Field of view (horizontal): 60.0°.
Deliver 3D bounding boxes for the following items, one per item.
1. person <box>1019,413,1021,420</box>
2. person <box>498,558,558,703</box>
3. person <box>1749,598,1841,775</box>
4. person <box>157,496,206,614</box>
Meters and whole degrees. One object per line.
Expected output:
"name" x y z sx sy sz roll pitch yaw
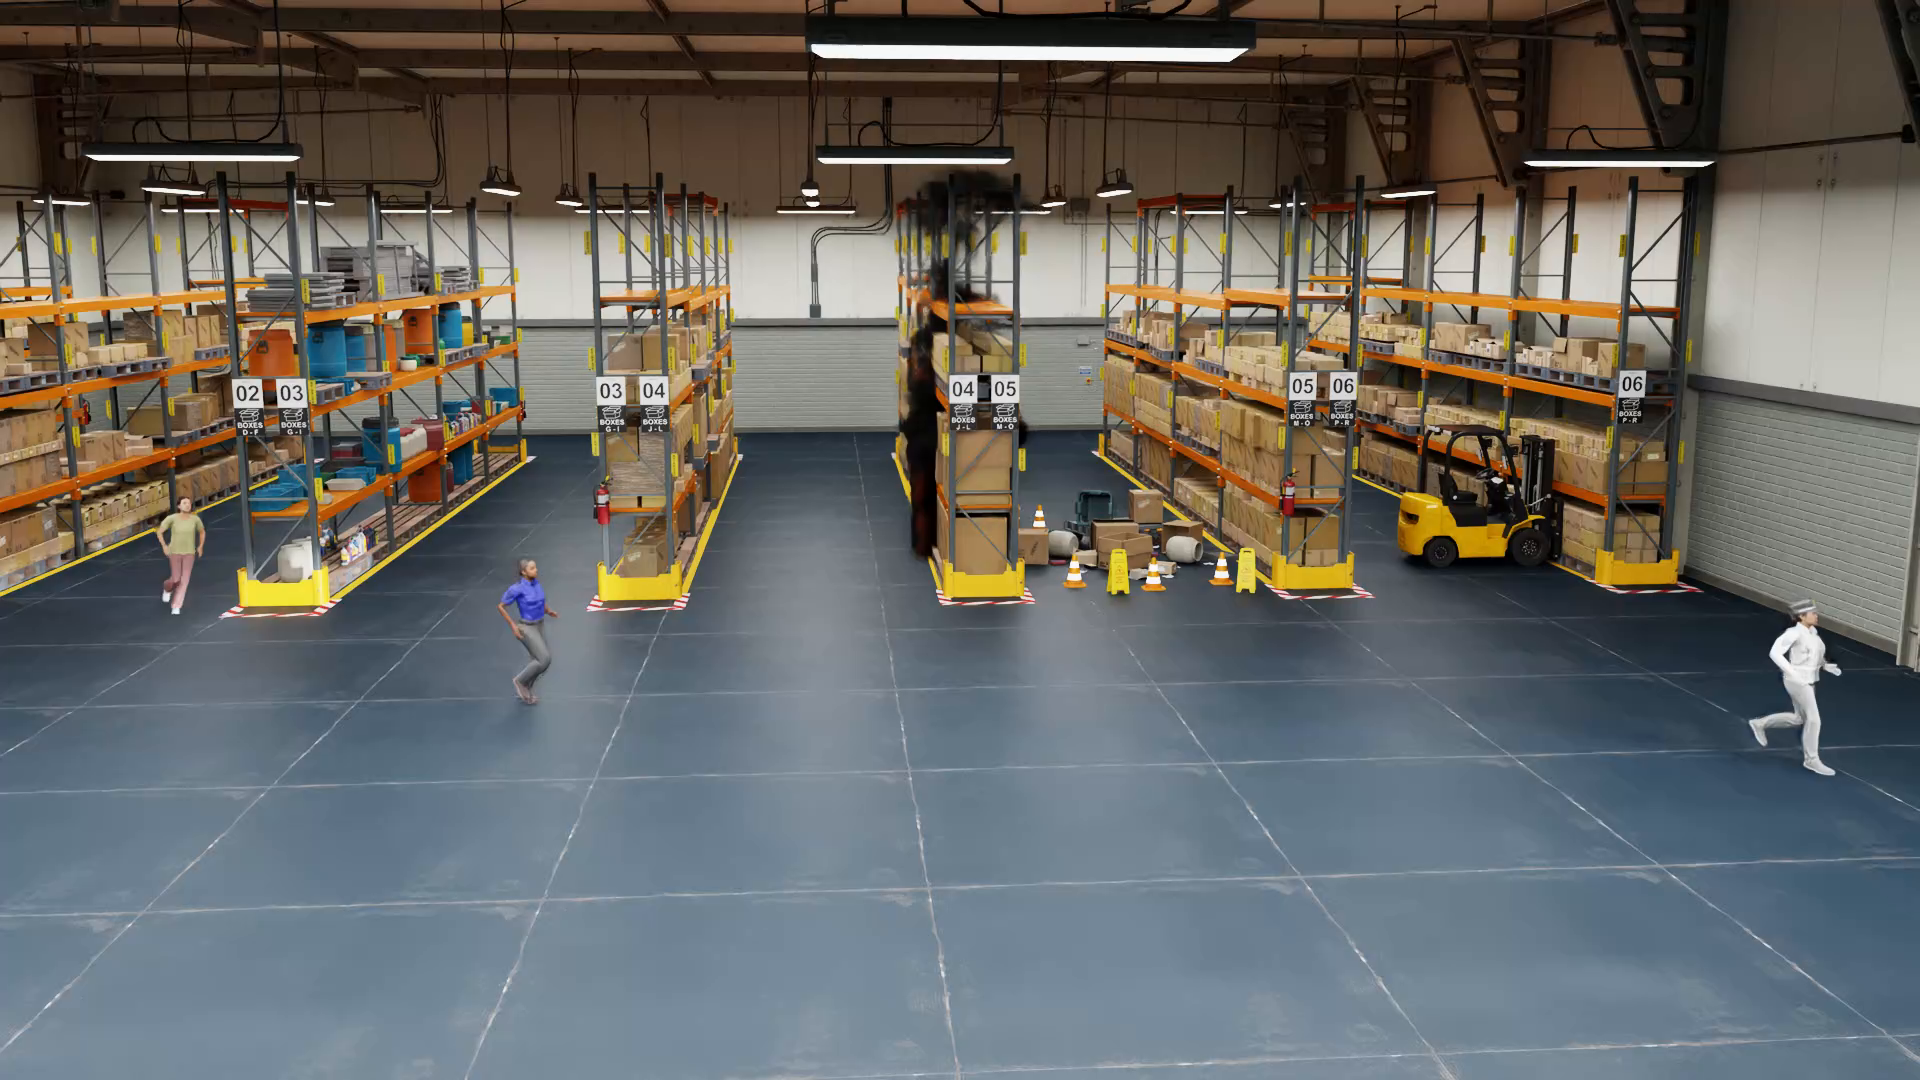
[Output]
"person" 0.989 -2.540 37.941 0.709 1.747 0.972 -2 10 -13
"person" -4.684 1.014 18.302 0.599 1.607 0.560 4 11 20
"person" 8.100 1.383 16.114 0.618 1.696 0.842 -10 14 -43
"person" -10.750 0.180 23.054 0.618 1.598 0.639 -8 12 -37
